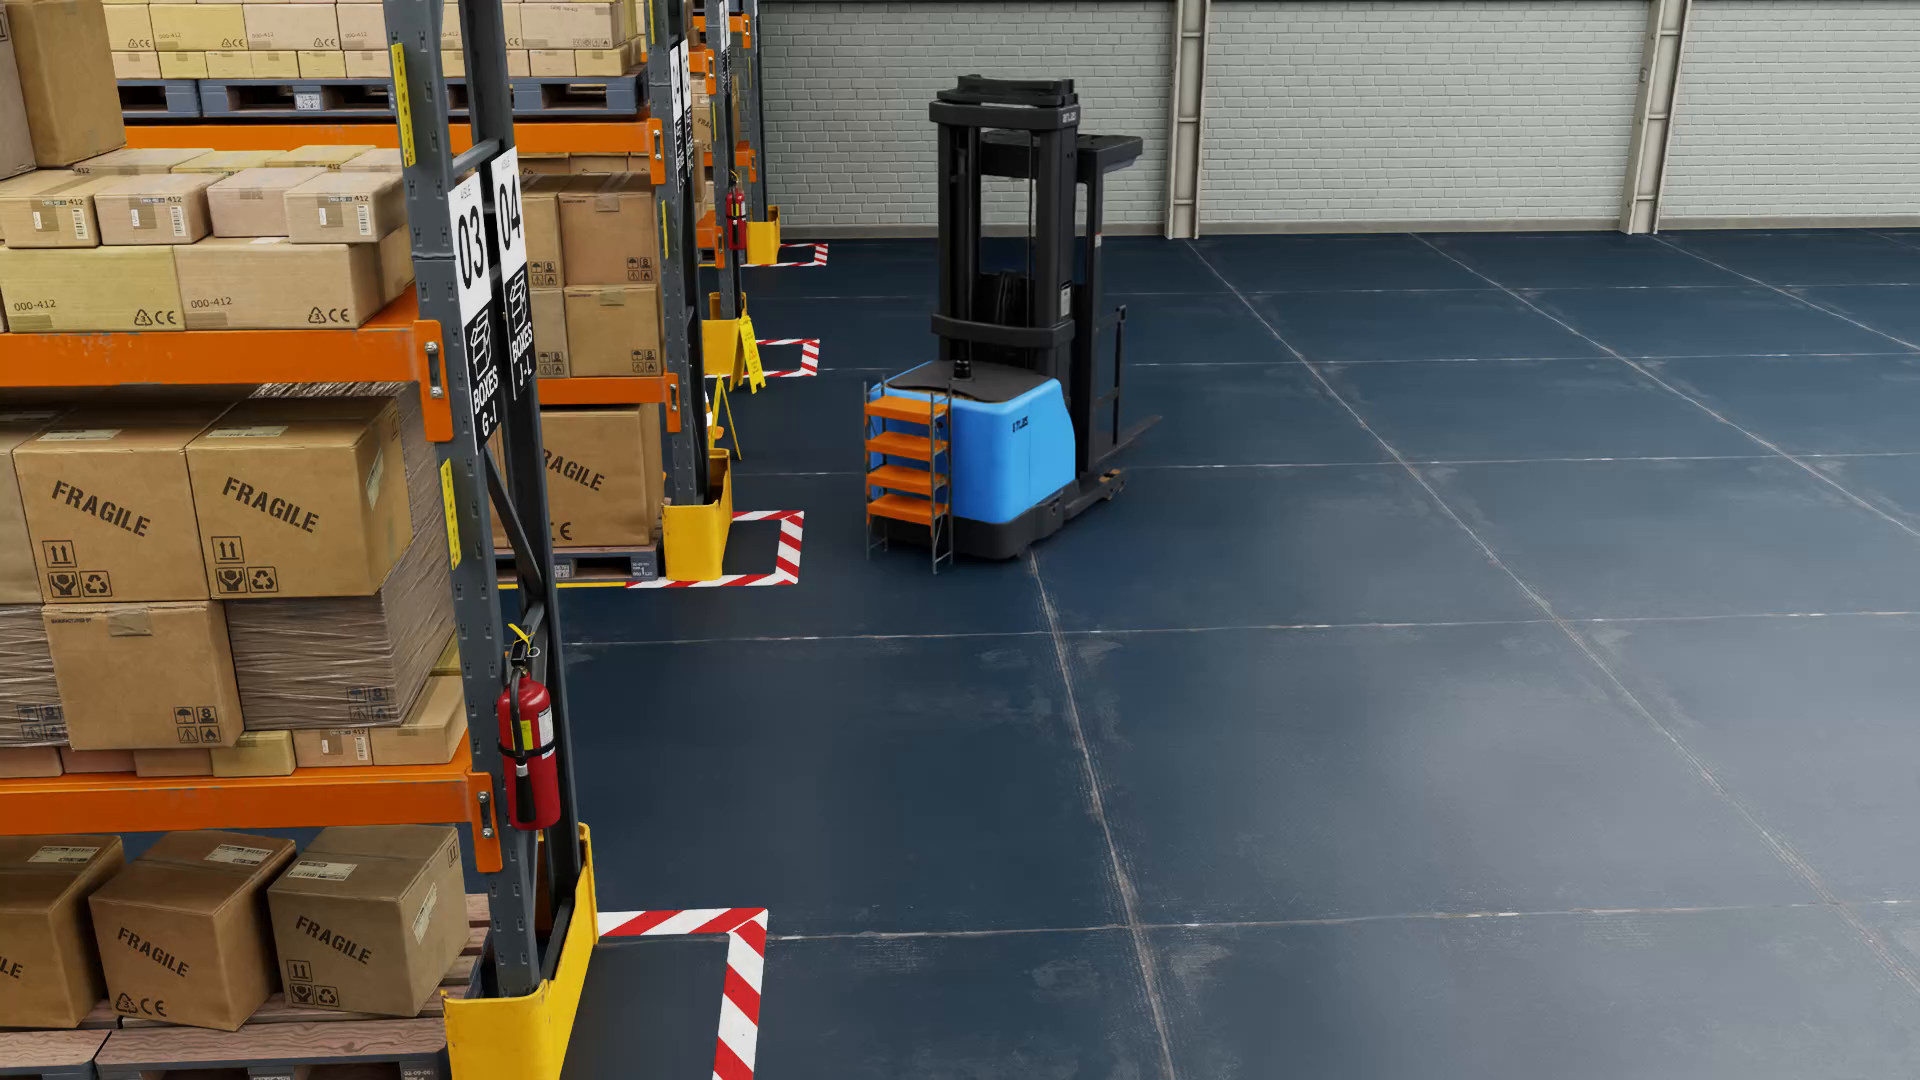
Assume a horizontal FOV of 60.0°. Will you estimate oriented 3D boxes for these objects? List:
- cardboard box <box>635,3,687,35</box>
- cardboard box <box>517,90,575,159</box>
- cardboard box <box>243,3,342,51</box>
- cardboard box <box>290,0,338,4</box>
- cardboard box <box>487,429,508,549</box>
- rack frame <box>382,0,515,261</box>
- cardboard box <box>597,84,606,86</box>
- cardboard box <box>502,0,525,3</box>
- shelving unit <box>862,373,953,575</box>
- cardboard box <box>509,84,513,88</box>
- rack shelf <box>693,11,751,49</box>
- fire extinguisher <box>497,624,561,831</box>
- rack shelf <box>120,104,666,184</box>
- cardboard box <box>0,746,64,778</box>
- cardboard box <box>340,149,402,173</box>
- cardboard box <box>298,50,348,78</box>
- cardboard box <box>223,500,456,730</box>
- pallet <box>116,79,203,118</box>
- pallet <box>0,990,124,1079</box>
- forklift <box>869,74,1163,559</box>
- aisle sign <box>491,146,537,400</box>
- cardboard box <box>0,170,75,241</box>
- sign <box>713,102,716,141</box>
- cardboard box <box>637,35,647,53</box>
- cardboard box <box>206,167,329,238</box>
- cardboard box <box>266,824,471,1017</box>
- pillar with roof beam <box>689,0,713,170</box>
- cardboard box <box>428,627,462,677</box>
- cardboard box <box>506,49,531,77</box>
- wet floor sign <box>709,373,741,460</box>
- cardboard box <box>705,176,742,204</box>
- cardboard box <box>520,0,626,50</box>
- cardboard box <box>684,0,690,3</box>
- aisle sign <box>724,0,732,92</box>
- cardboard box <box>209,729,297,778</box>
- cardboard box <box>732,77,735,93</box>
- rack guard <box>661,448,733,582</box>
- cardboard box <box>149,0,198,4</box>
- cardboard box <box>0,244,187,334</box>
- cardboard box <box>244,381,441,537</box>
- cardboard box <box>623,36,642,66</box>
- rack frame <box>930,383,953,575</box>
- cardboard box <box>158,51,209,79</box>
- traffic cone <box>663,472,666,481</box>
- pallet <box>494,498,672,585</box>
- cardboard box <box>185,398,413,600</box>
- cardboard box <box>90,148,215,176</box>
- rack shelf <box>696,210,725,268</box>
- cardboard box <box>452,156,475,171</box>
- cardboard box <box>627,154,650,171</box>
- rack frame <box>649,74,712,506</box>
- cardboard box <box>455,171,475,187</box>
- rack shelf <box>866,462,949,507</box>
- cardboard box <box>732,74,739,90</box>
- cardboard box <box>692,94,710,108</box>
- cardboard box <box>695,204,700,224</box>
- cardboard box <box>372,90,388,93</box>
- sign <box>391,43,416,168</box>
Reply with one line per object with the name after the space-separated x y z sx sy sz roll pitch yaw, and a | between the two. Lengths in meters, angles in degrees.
-2.614 -4.471 14.225 0.500 0.250 0.500 -1 21 -4 | cardboard box
-3.625 -3.617 14.441 0.500 0.500 0.700 -1 21 -4 | cardboard box
-3.712 -2.925 9.433 0.500 0.250 0.500 -1 21 -3 | cardboard box
-3.575 -3.092 9.311 0.250 0.149 0.380 -1 21 -3 | cardboard box
-3.287 -0.497 10.607 0.875 0.875 0.875 -1 21 -4 | cardboard box
-1.553 -2.390 4.750 0.127 3.000 1.000 -1 21 -3 | rack frame
-4.020 -5.215 19.131 0.250 0.149 0.380 -1 21 -2 | cardboard box
-2.557 -3.113 9.367 0.250 0.149 0.380 -1 21 -2 | cardboard box
-0.326 -0.416 10.523 0.503 1.200 0.258 11 24 27 | shelving unit
-5.033 -5.207 19.113 0.250 0.149 0.380 -1 21 -4 | cardboard box
-4.402 -5.894 19.182 4.000 0.370 1.077 -1 21 -3 | rack shelf
-1.412 0.612 5.407 0.183 0.674 0.296 -1 21 -3 | fire extinguisher
-3.732 -2.375 9.938 4.000 0.370 1.077 -1 21 -3 | rack shelf
-3.073 0.642 5.572 0.250 0.149 0.380 -1 21 -3 | cardboard box
-1.841 -1.180 5.440 0.250 0.149 0.380 -1 21 -3 | cardboard box
-3.570 -2.719 9.454 0.250 0.149 0.380 -1 21 -2 | cardboard box
-2.103 0.230 5.743 0.500 0.500 0.875 -1 21 -3 | cardboard box
-4.911 -2.642 9.753 1.213 0.211 1.003 -1 21 -3 | pallet
-3.657 1.747 6.237 1.213 0.211 1.003 -1 21 -3 | pallet
0.561 -1.726 11.535 1.130 2.935 3.031 11 24 27 | forklift
-1.508 -0.909 5.638 0.004 0.787 0.394 -1 21 -3 | aisle sign
-2.849 -1.005 4.980 0.250 0.149 0.380 -1 21 -2 | cardboard box
-2.107 -3.597 14.283 0.005 0.325 0.100 -1 21 -3 | sign
-2.705 -4.267 14.251 0.250 0.149 0.380 -1 21 -3 | cardboard box
-2.079 -1.024 5.029 0.250 0.149 0.380 -2 21 -5 | cardboard box
-2.177 1.393 6.170 0.500 0.500 0.500 3 21 7 | cardboard box
-2.906 -6.450 15.415 0.400 9.000 9.100 -1 21 -3 | pillar with roof beam
-1.851 0.453 6.069 0.250 0.149 0.380 -1 21 -3 | cardboard box
-2.556 -2.740 9.508 0.250 0.149 0.380 -1 21 -2 | cardboard box
-1.819 -0.953 12.718 0.232 0.644 0.267 -5 21 -12 | wet floor sign
-2.848 -4.128 19.616 0.500 0.250 0.500 0 21 -1 | cardboard box
-2.208 -2.954 9.511 0.500 0.250 0.500 -1 21 -2 | cardboard box
-2.439 -4.651 14.139 0.250 0.149 0.380 -1 21 -3 | cardboard box
-2.074 -4.432 14.894 0.004 0.787 0.394 -1 21 -3 | aisle sign
-2.322 0.639 5.580 0.250 0.149 0.380 -1 21 -3 | cardboard box
-2.751 -5.276 19.293 0.250 0.149 0.380 -1 21 -3 | cardboard box
-1.711 -0.182 10.897 0.348 0.500 1.175 -1 21 -3 | rack guard
-4.328 -3.077 9.272 0.250 0.149 0.380 -1 21 -2 | cardboard box
-2.518 -0.806 5.018 0.500 0.250 0.500 -1 21 -3 | cardboard box
-2.117 -0.324 5.794 0.500 0.500 0.500 -1 21 -3 | cardboard box
-2.096 -2.984 10.150 0.250 0.149 0.380 -1 21 -3 | cardboard box
-0.113 -0.373 10.412 0.015 1.200 0.240 11 24 27 | rack frame
-4.330 -2.704 9.414 0.250 0.149 0.380 -1 21 -4 | cardboard box
-2.346 -0.658 12.199 0.334 0.463 0.336 -1 21 -3 | traffic cone
-2.529 -0.003 10.831 1.213 0.211 1.003 -1 21 -3 | pallet
-2.088 -0.140 5.309 0.500 0.500 0.500 -1 21 -3 | cardboard box
-2.626 -1.180 5.440 0.250 0.149 0.380 0 21 -1 | cardboard box
-4.115 -2.729 15.085 4.000 0.370 1.077 -1 21 -3 | rack shelf
-4.152 -3.162 14.652 0.500 0.500 0.500 -1 21 -2 | cardboard box
-2.645 -3.183 14.707 0.500 0.500 0.500 -2 21 -4 | cardboard box
-1.735 -1.350 10.451 0.127 3.000 1.000 -1 21 -3 | rack frame
-3.218 -1.924 10.230 0.550 0.550 0.875 -1 21 -3 | cardboard box
-0.326 -0.353 10.547 0.480 0.148 0.258 11 24 27 | rack shelf
-2.753 -5.427 19.690 0.250 0.149 0.380 -2 21 -4 | cardboard box
-2.989 -5.097 19.240 0.250 0.149 0.380 -1 21 -2 | cardboard box
-2.480 -2.905 14.889 0.250 0.149 0.380 0 21 -1 | cardboard box
-5.149 -3.612 14.430 0.500 0.500 0.700 -1 21 -3 | cardboard box
-1.541 -1.204 4.607 0.005 0.325 0.100 -1 21 -3 | sign
